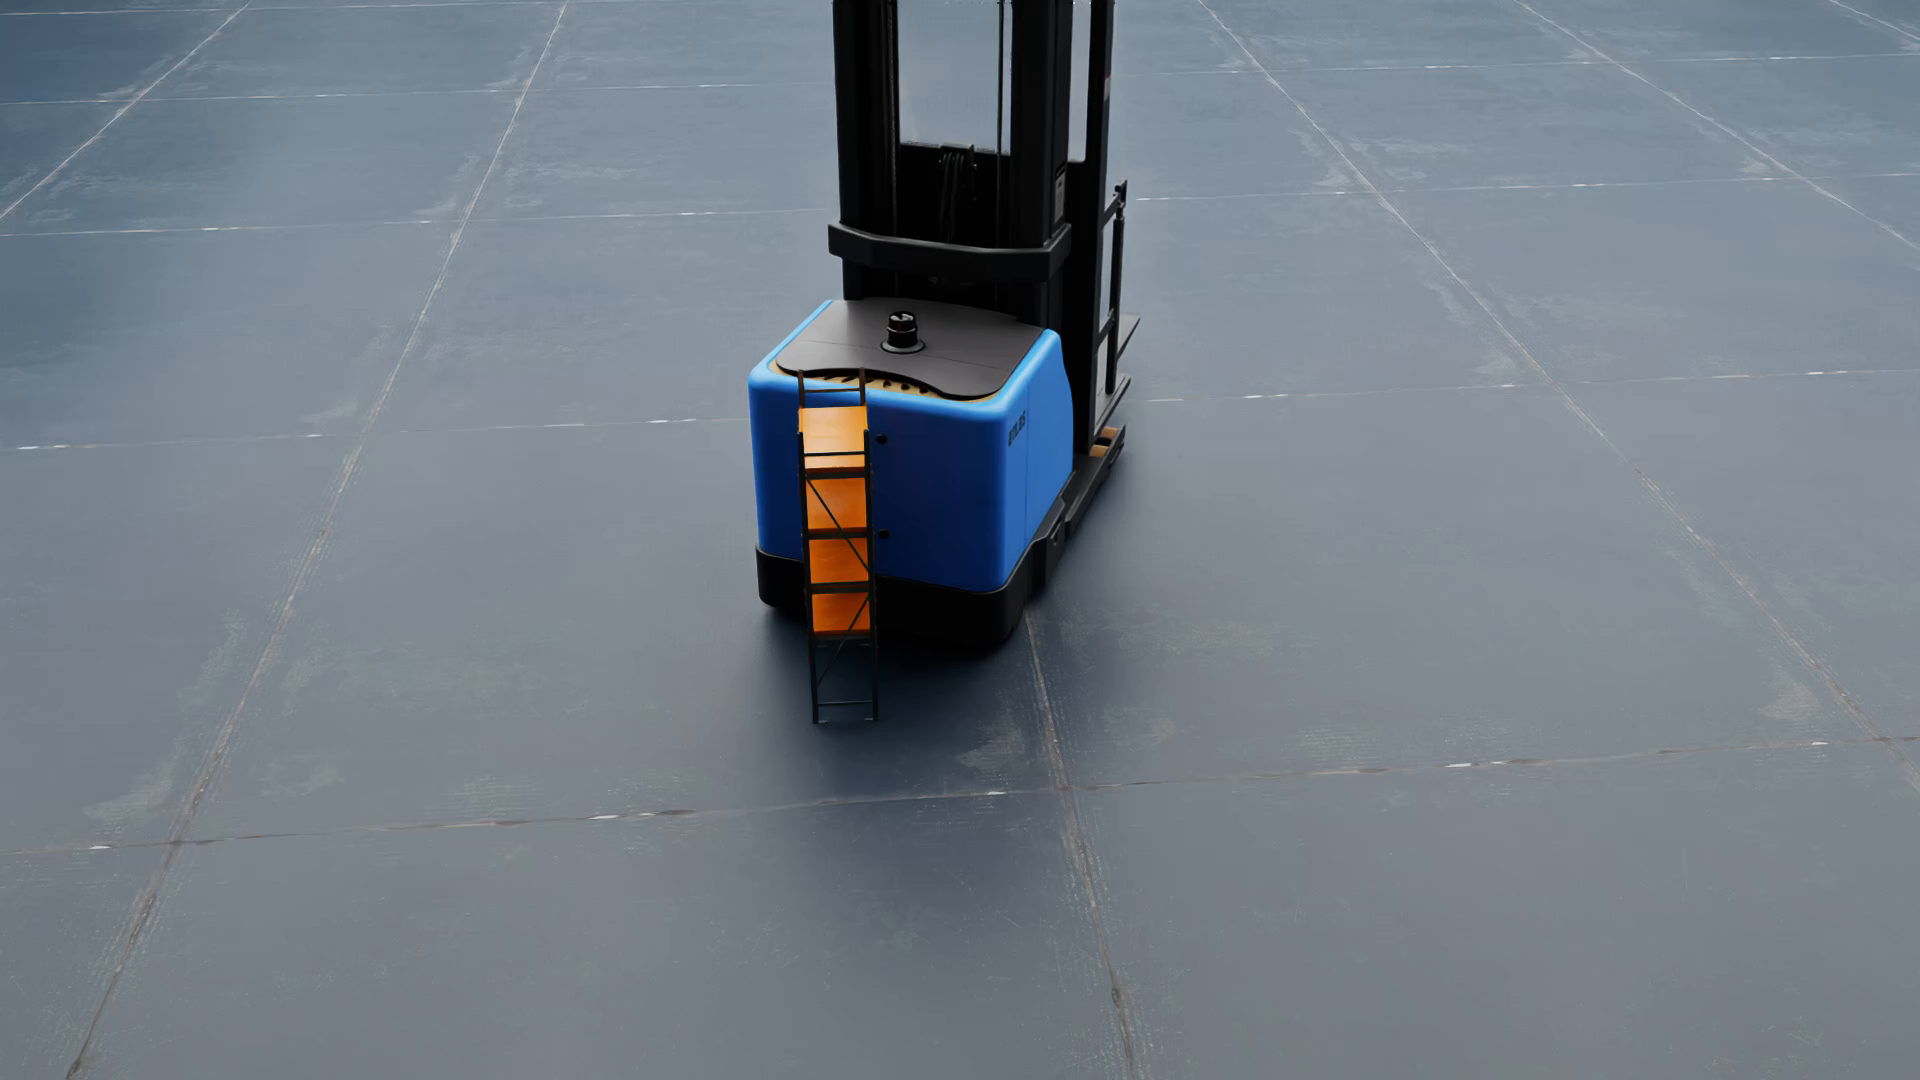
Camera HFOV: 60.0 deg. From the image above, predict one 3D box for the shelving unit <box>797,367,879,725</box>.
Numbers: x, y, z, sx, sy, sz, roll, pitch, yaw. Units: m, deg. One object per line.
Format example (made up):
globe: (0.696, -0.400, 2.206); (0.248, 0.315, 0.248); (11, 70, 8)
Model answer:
shelving unit: (-0.440, 0.031, 6.028); (0.258, 1.200, 0.503); (-2, 31, -4)

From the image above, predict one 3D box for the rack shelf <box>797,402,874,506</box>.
rack shelf: (-0.440, -0.307, 5.827); (0.258, 0.148, 0.480); (-2, 31, -4)

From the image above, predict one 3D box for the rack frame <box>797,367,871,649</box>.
rack frame: (-0.460, -0.094, 6.237); (0.240, 1.200, 0.015); (-2, 31, -4)

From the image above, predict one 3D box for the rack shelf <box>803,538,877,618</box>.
rack shelf: (-0.440, 0.089, 6.063); (0.258, 0.148, 0.480); (-2, 31, -4)

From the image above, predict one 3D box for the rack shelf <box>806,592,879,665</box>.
rack shelf: (-0.440, 0.259, 6.165); (0.258, 0.148, 0.480); (-2, 31, -4)

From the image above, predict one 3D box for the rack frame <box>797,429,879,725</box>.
rack frame: (-0.420, 0.155, 5.820); (0.240, 1.200, 0.015); (-2, 31, -4)

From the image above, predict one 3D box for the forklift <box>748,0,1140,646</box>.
forklift: (0.144, -1.592, 7.058); (1.130, 2.935, 3.031); (10, 32, 16)

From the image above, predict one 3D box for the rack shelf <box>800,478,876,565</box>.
rack shelf: (-0.440, -0.104, 5.948); (0.258, 0.148, 0.480); (-2, 31, -4)
